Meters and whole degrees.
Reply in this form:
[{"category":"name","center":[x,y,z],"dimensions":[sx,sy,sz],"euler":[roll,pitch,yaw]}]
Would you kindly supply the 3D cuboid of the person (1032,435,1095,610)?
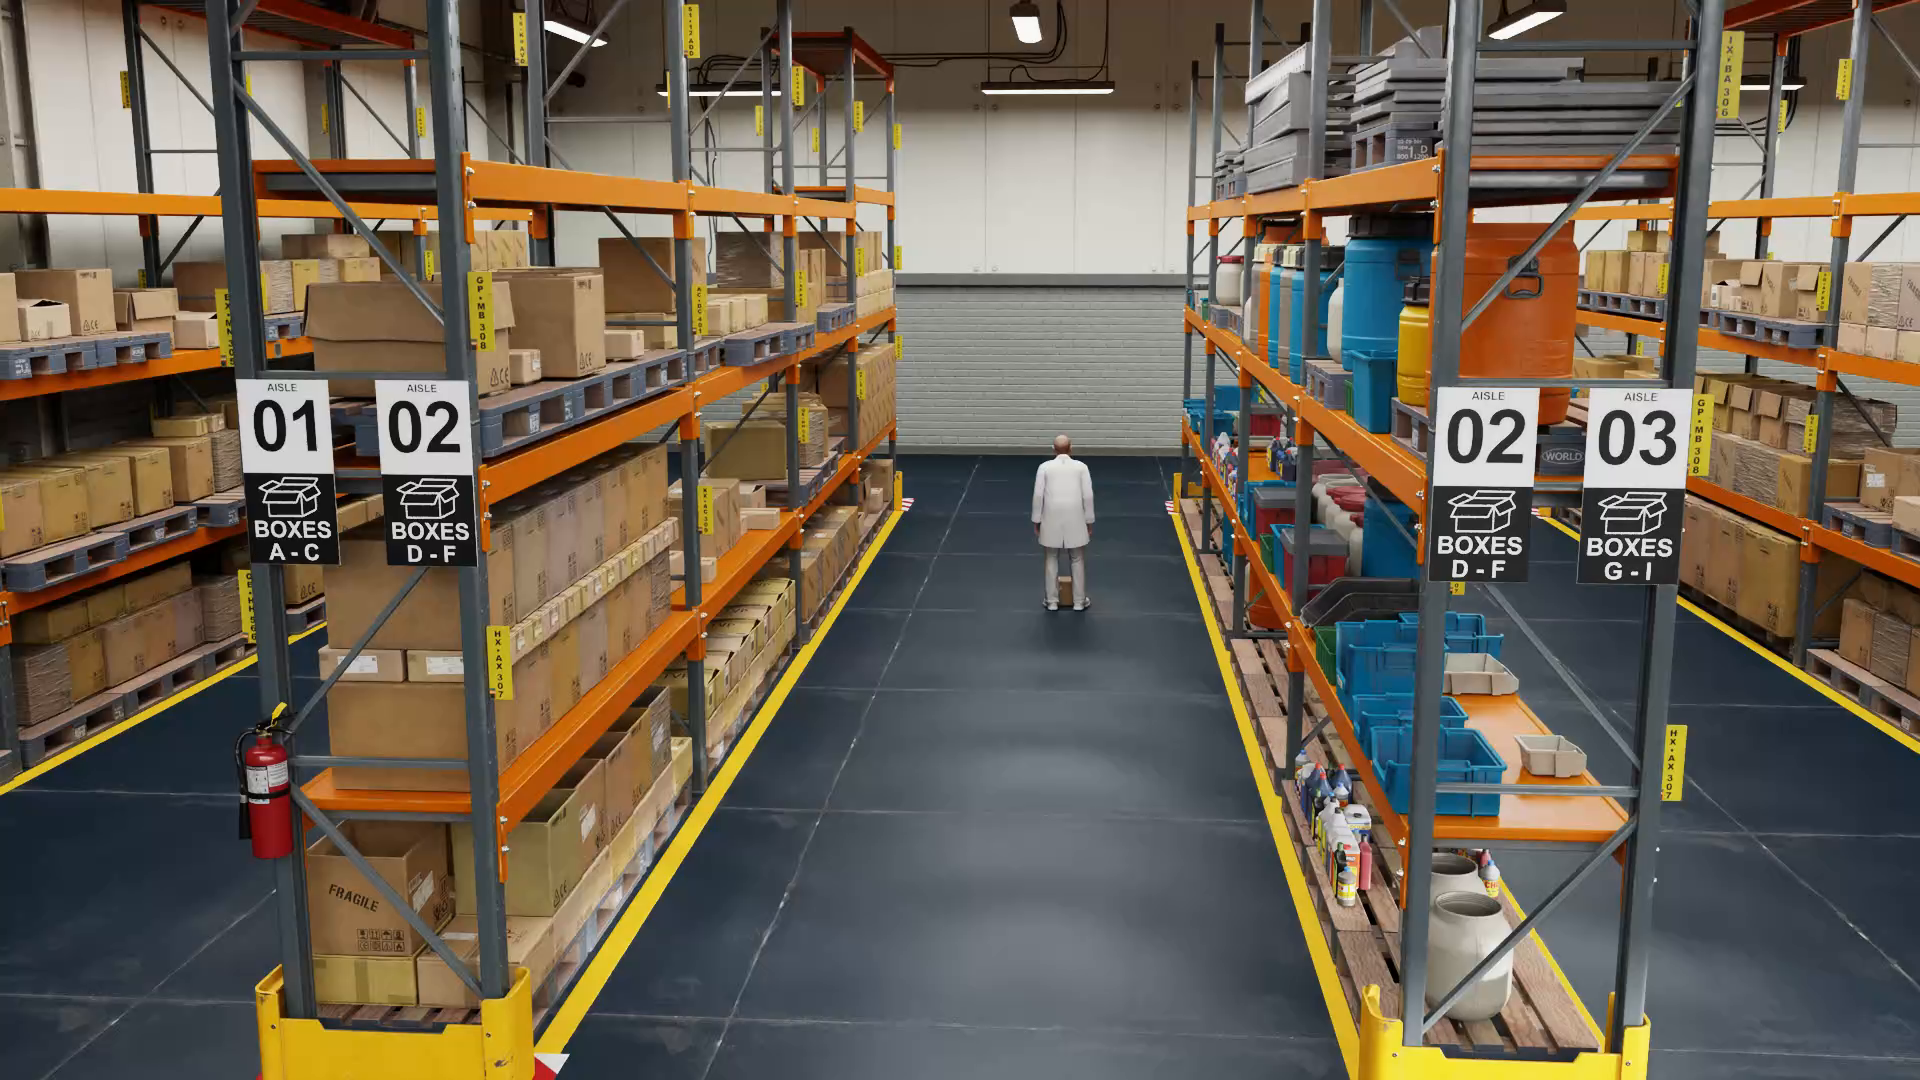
[{"category":"person","center":[1.051,-0.178,16.917],"dimensions":[0.642,1.774,0.420],"euler":[1,11,4]}]
